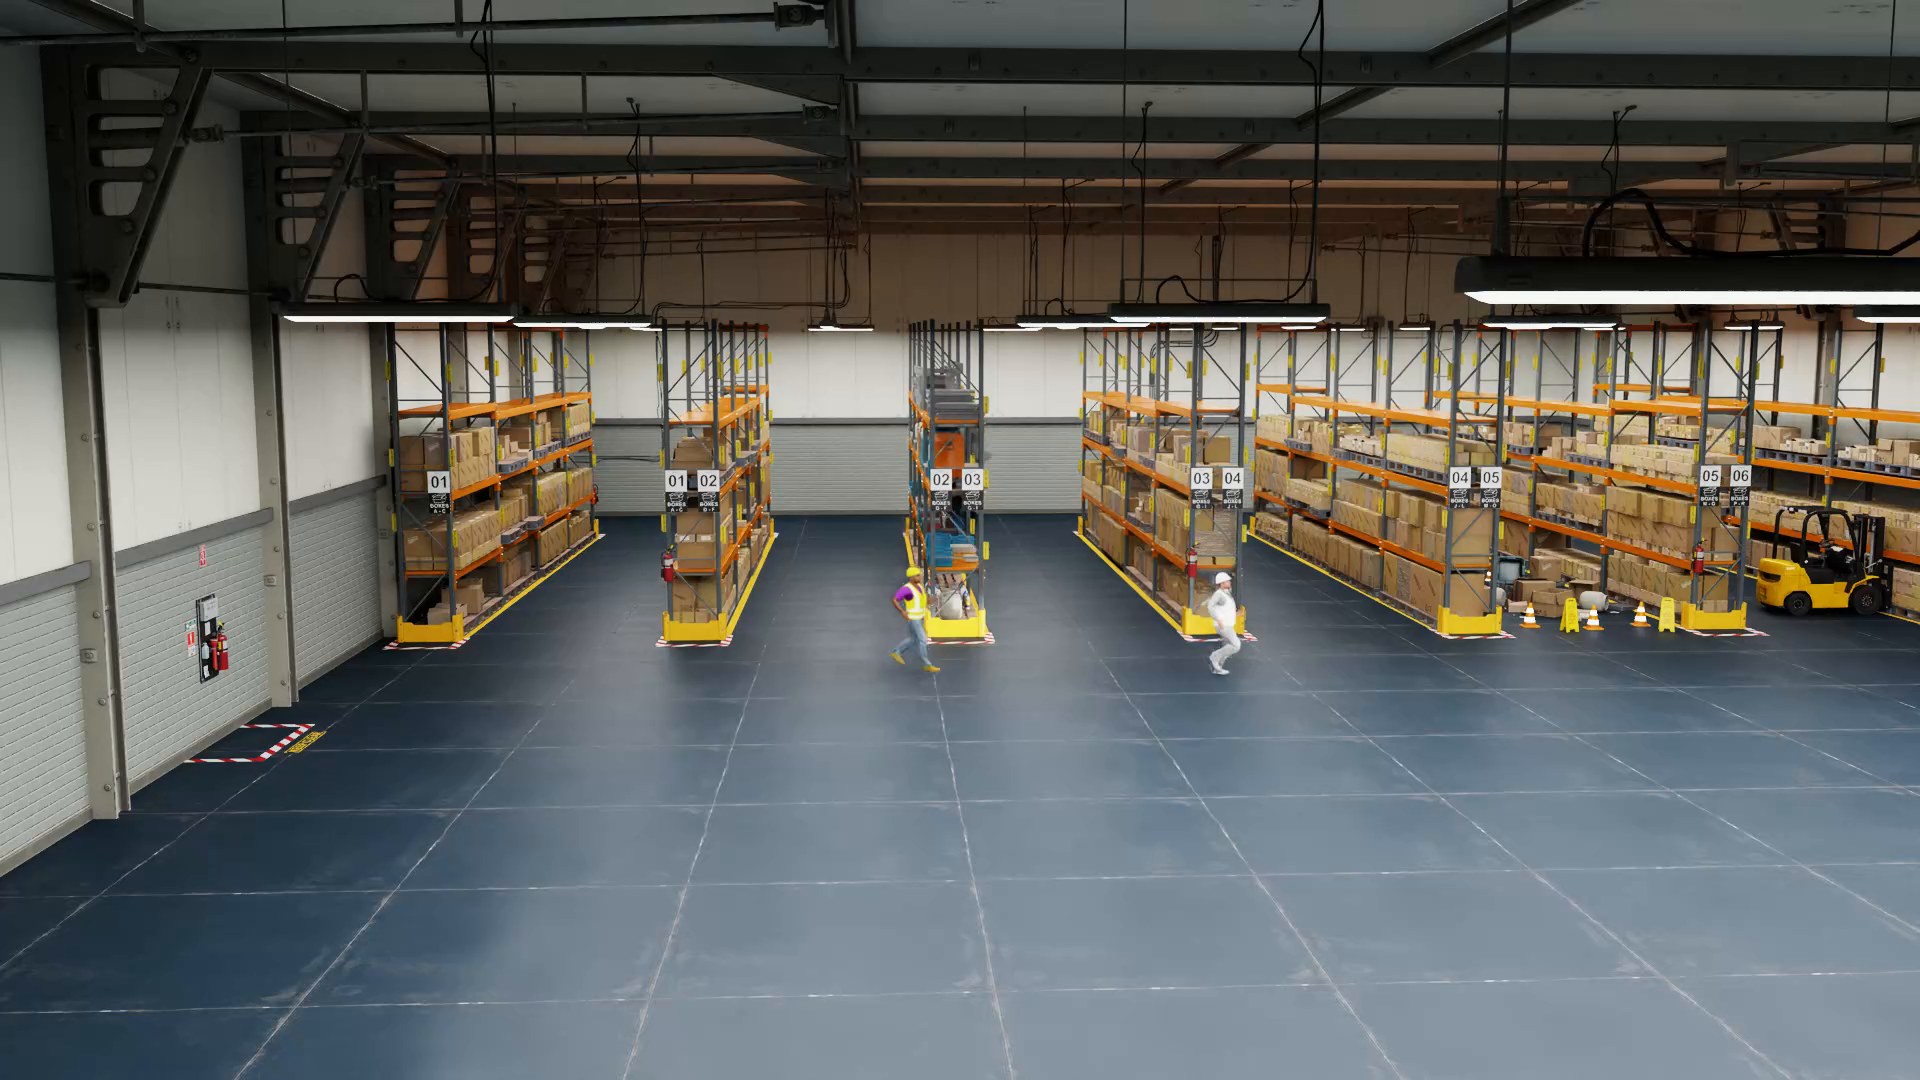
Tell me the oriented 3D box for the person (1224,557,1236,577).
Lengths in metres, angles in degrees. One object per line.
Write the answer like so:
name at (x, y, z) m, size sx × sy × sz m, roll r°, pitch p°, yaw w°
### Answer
person at (6.399, -0.031, 39.539) m, size 0.684 × 1.771 × 0.802 m, roll -1°, pitch 7°, yaw -10°

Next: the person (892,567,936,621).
person at (-0.736, 0.907, 28.210) m, size 0.639 × 0.888 × 0.701 m, roll 3°, pitch 8°, yaw 22°

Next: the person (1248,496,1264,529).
person at (8.885, -1.187, 48.979) m, size 0.855 × 1.715 × 0.672 m, roll -3°, pitch 8°, yaw -25°

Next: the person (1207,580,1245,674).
person at (4.491, 1.437, 27.958) m, size 0.575 × 1.675 × 0.645 m, roll 3°, pitch 8°, yaw 22°
